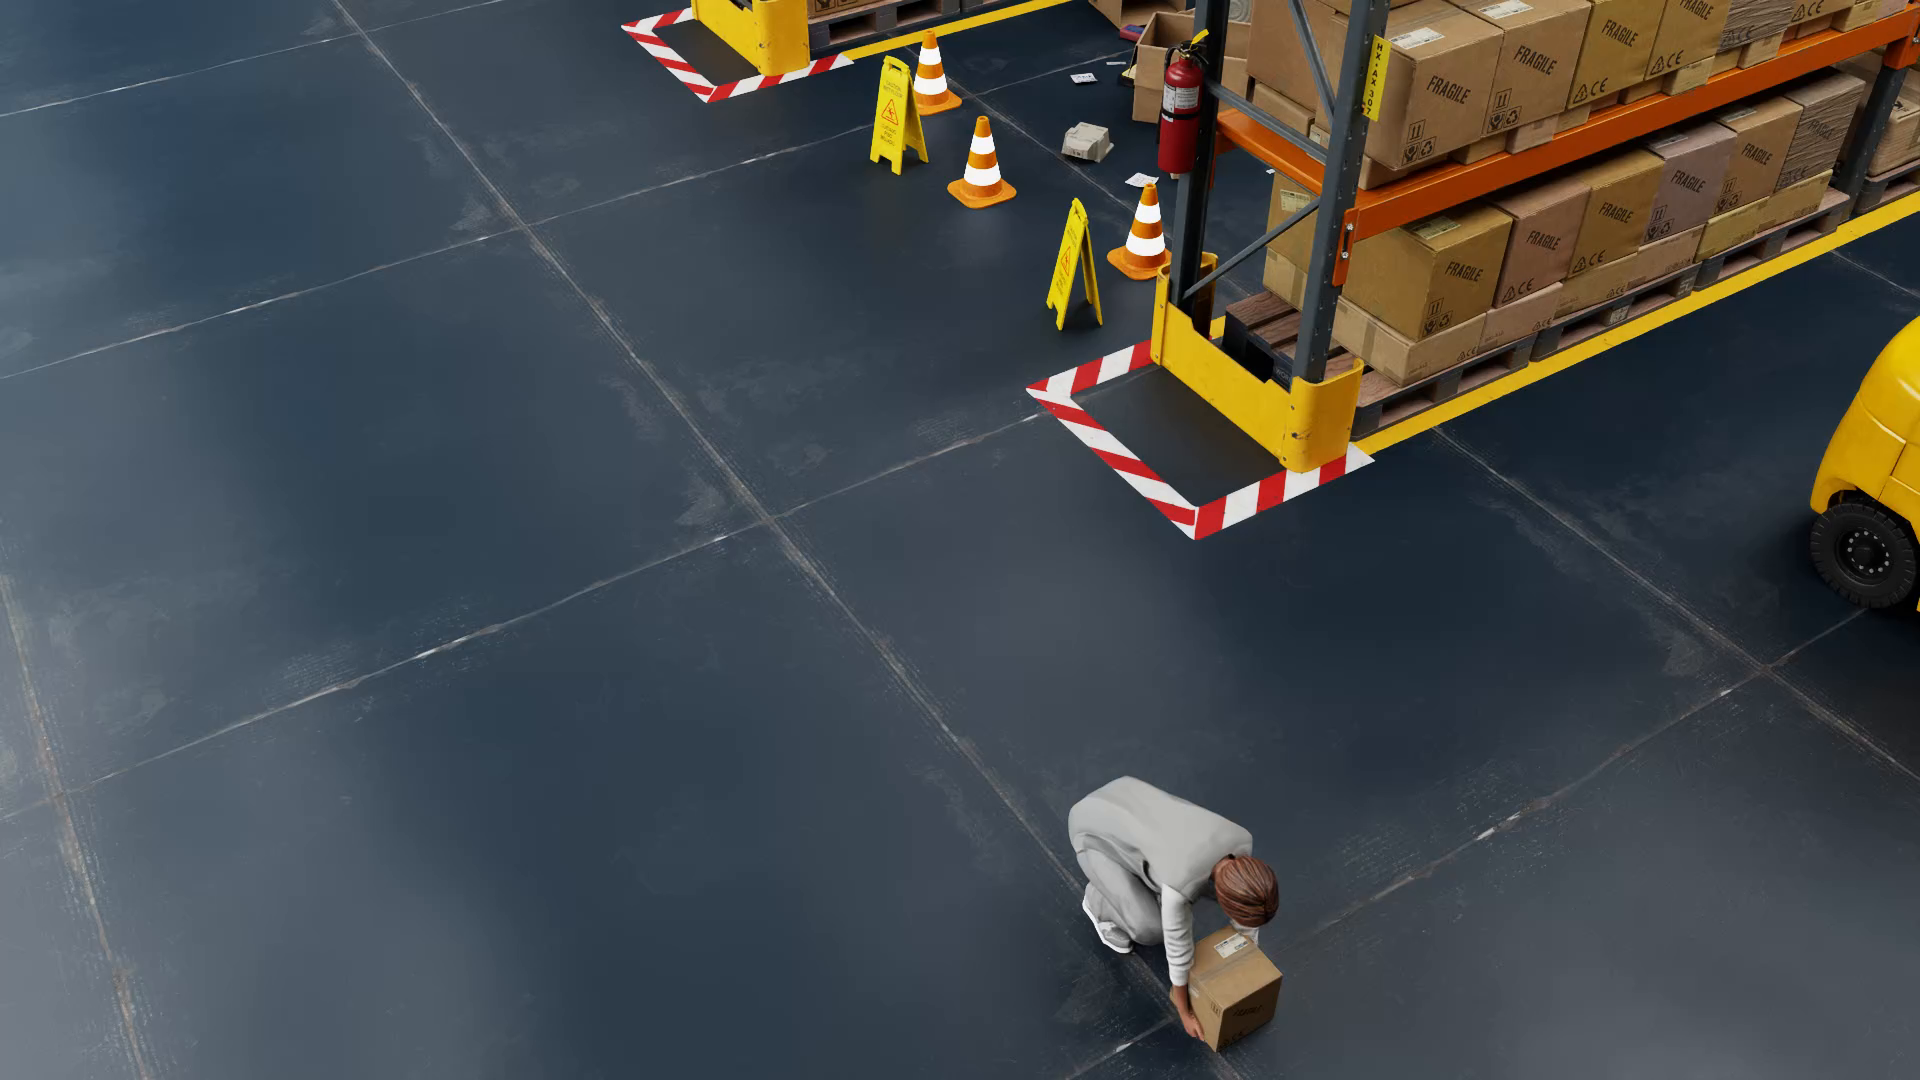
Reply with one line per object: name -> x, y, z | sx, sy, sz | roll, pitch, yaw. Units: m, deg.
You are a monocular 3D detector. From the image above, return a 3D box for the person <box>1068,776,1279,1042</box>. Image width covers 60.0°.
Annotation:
person -> 0.701, 1.156, 5.578 | 0.435, 0.763, 0.830 | -23, 46, -24
